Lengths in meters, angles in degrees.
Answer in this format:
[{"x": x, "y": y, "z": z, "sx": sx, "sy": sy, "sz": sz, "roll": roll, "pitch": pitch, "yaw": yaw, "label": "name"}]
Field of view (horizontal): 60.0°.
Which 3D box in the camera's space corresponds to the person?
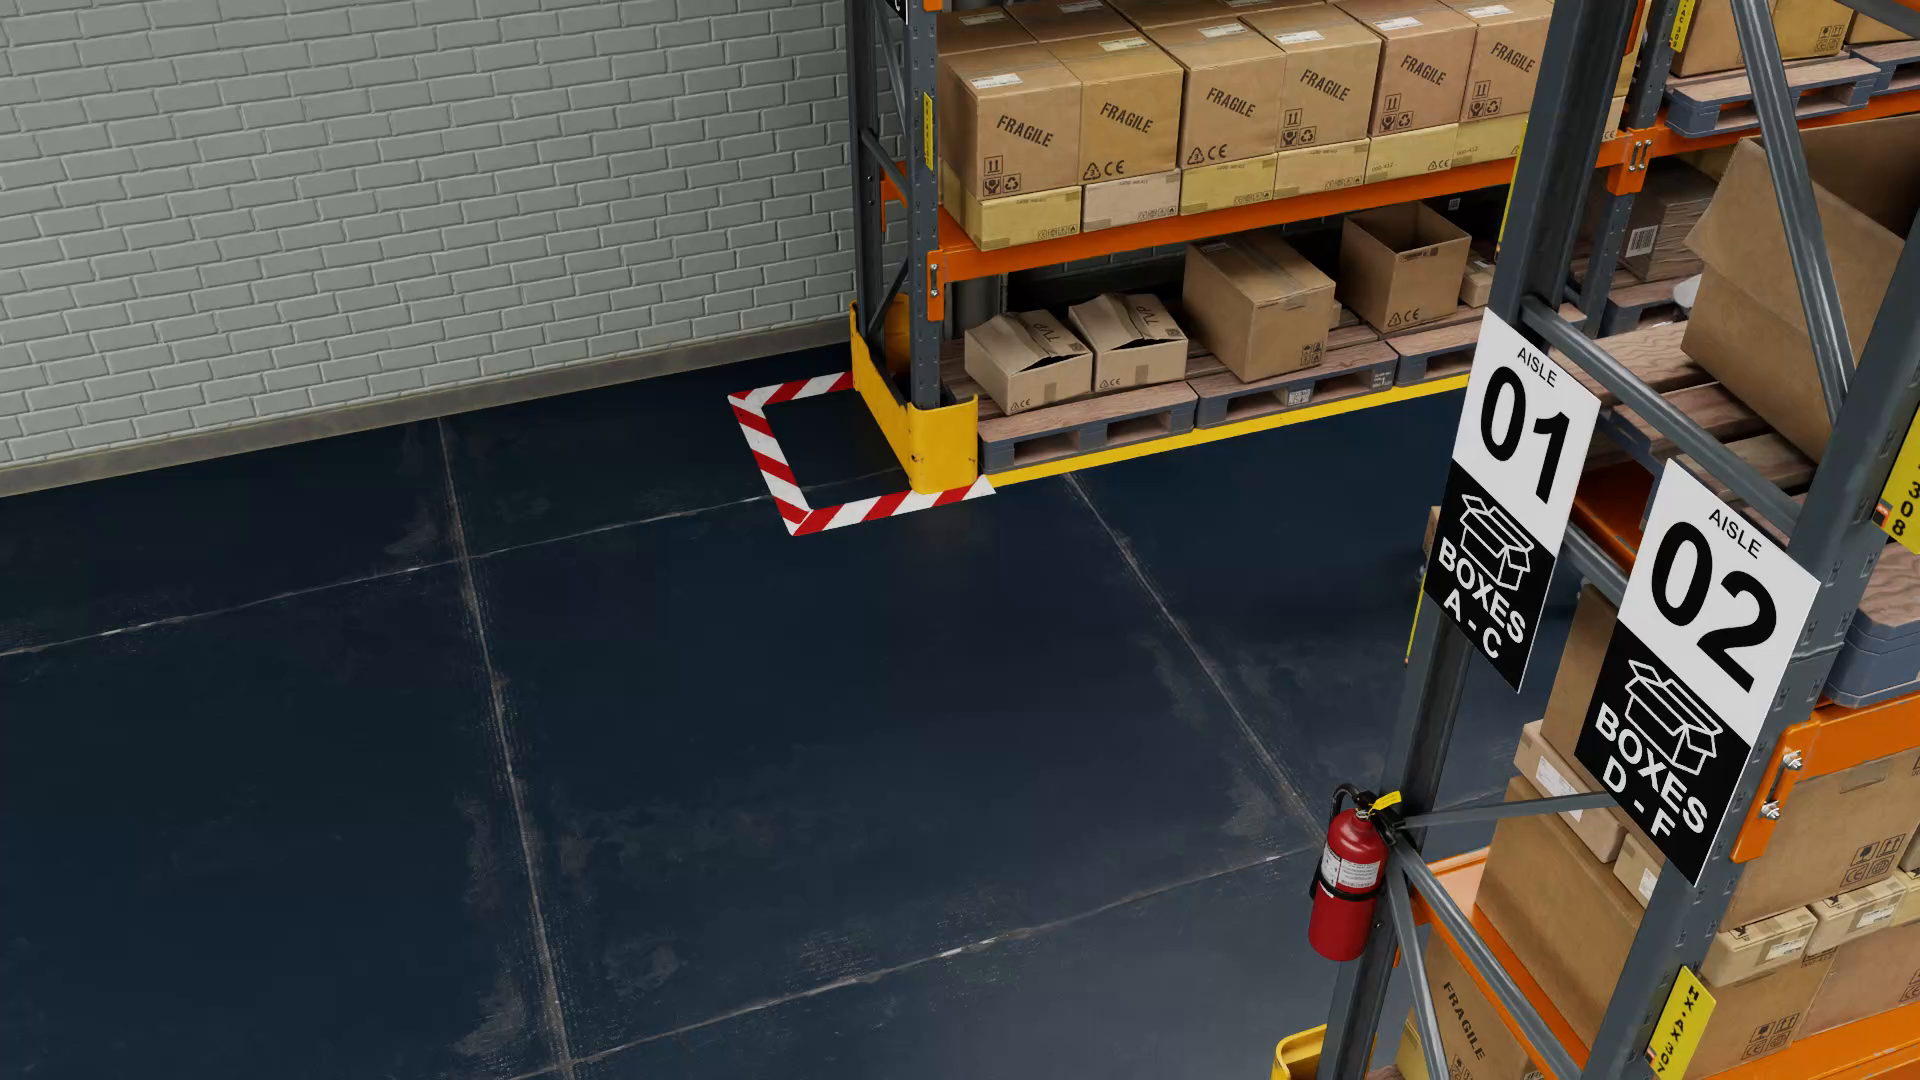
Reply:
[{"x": 3.092, "y": -0.374, "z": 7.244, "sx": 0.484, "sy": 1.729, "sz": 0.479, "roll": -2, "pitch": 38, "yaw": -3, "label": "person"}]
